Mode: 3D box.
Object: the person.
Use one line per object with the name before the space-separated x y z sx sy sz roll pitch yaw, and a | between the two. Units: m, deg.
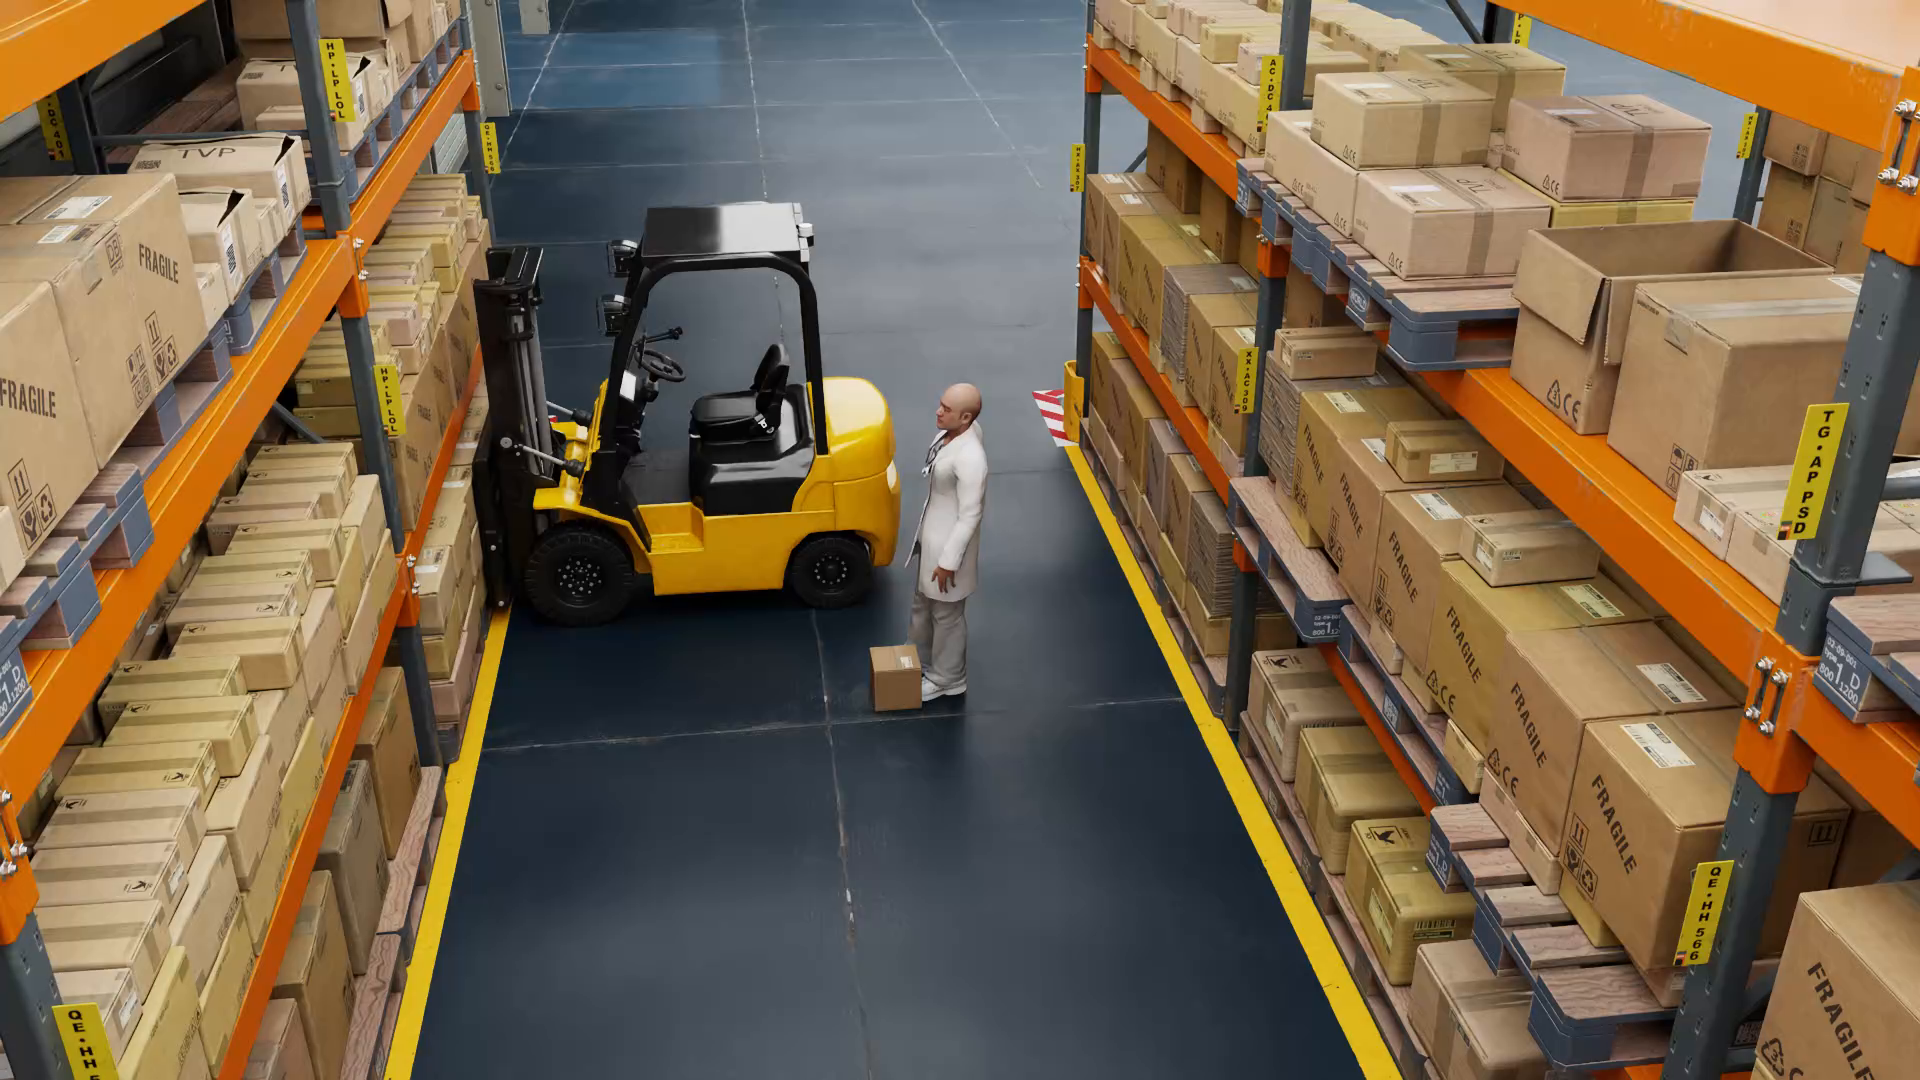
person | -0.158 0.024 8.567 0.578 1.779 0.698 -4 27 -7
